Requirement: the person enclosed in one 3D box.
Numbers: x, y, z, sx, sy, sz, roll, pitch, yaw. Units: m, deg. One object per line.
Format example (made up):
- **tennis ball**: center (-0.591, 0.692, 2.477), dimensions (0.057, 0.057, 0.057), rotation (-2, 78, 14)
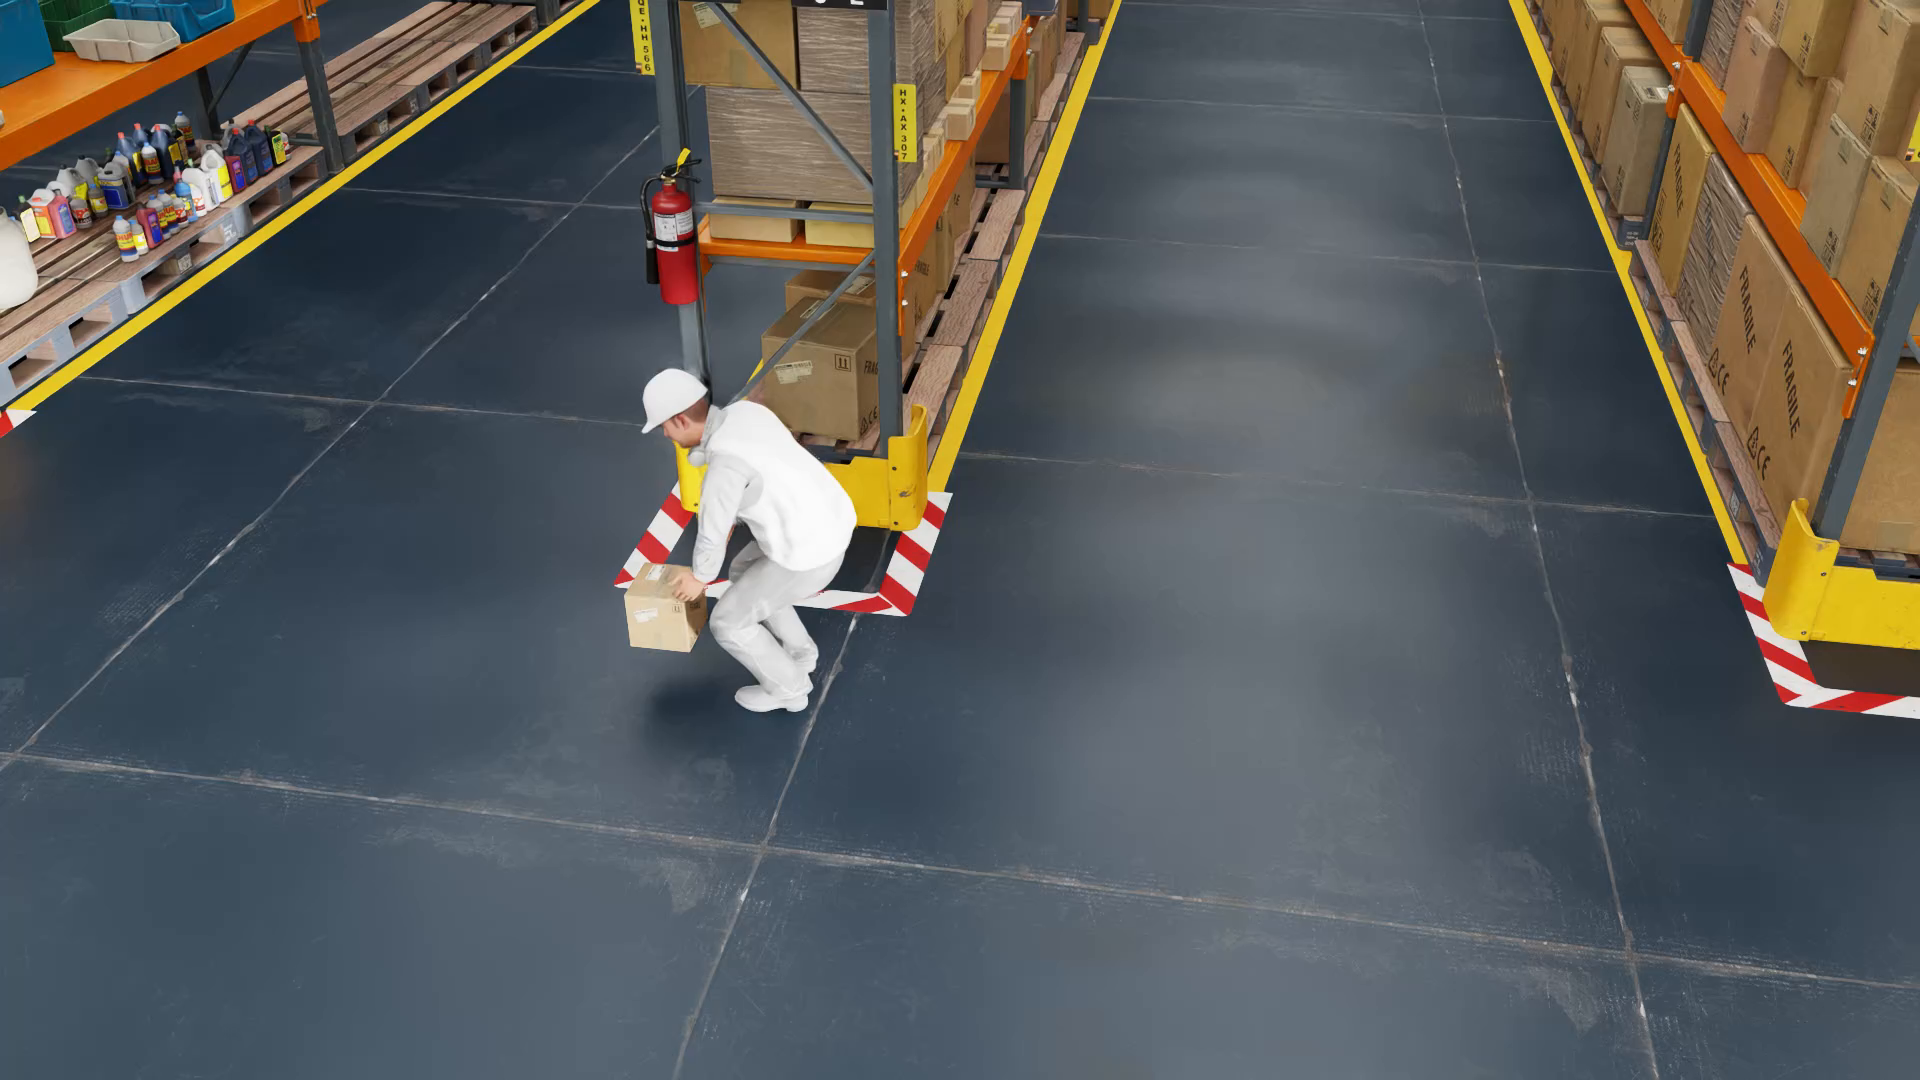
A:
- **person**: center (-0.799, 0.007, 6.437), dimensions (0.768, 1.422, 0.592), rotation (5, 33, 8)
